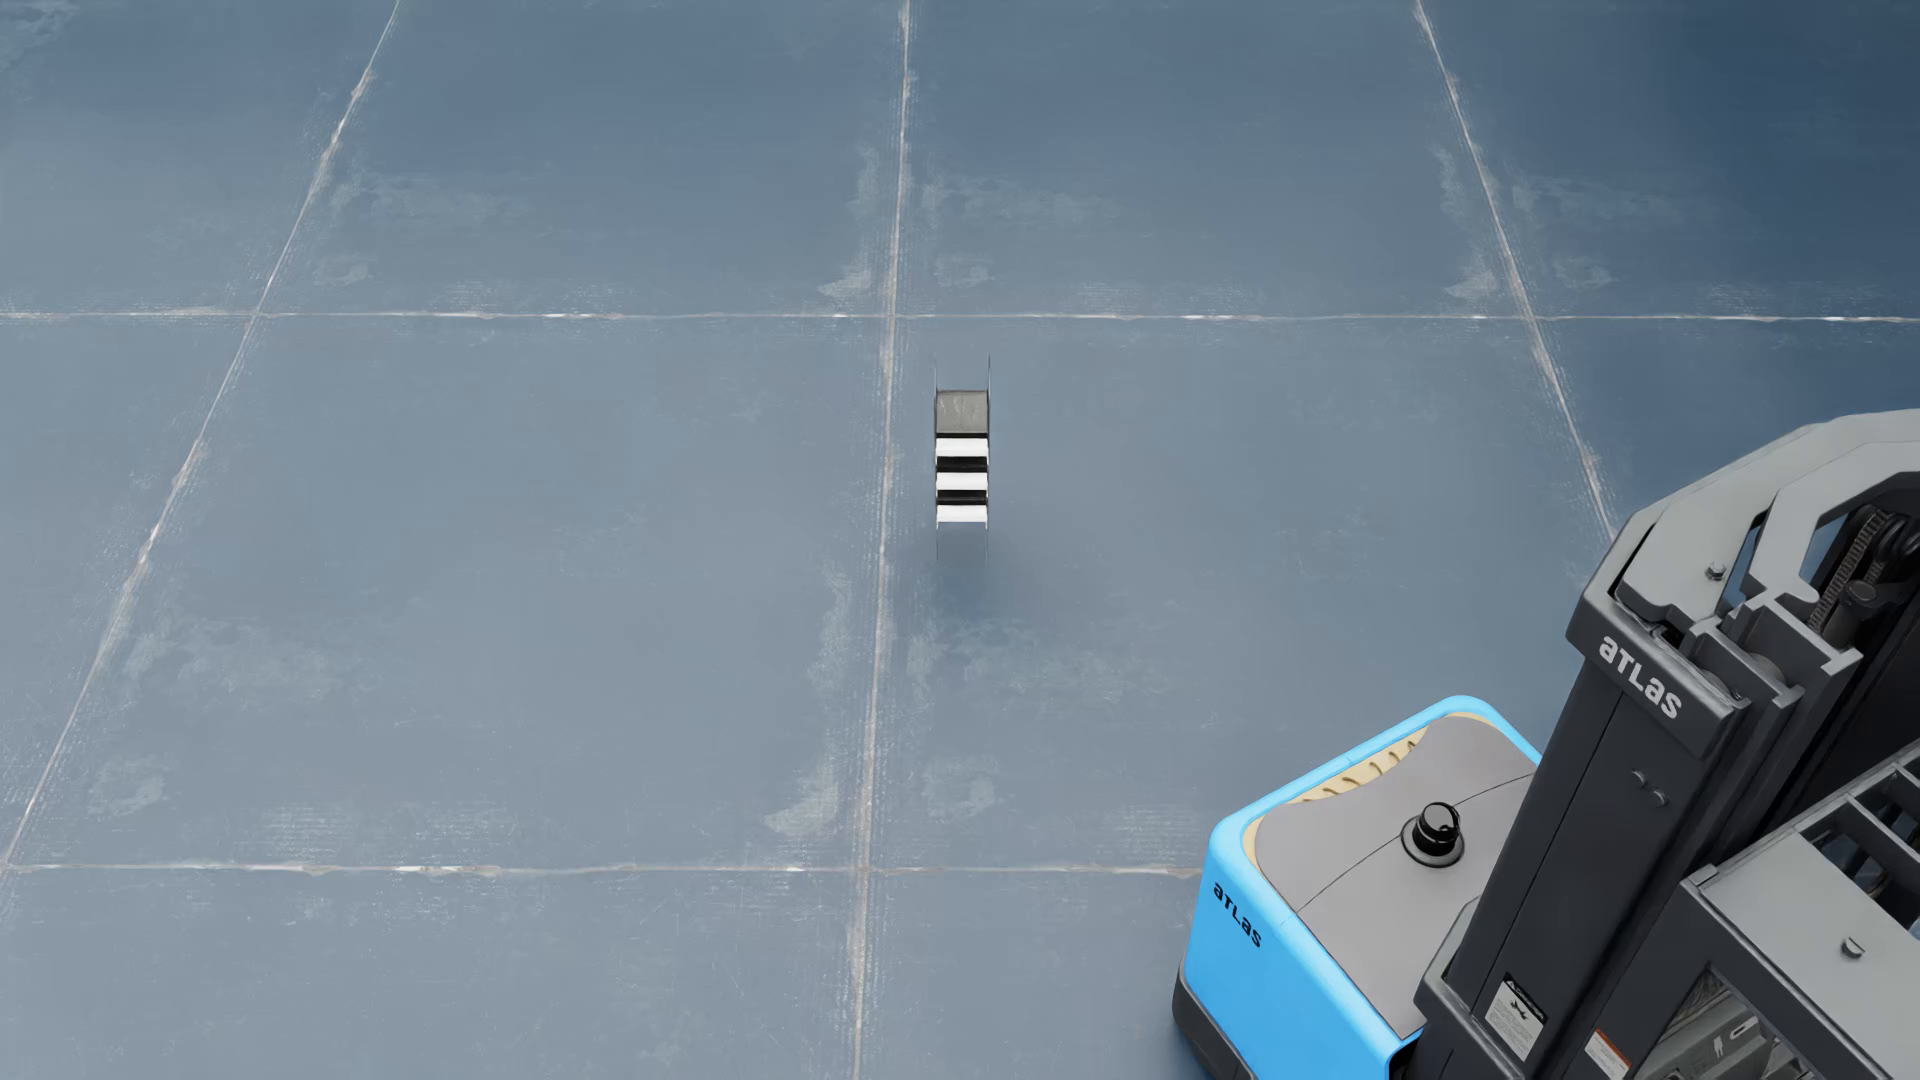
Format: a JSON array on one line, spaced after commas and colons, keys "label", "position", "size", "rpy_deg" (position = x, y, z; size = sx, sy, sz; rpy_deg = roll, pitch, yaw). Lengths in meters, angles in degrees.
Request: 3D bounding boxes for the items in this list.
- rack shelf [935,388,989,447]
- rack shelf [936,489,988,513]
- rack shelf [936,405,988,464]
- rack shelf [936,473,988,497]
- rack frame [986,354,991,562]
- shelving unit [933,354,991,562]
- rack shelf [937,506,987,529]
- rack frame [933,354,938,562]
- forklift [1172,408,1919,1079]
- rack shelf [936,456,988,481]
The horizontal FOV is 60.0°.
[{"label": "rack shelf", "position": [0.008, -0.468, 6.328], "size": [0.200, 0.077, 0.258], "rpy_deg": [0, 47, 0]}, {"label": "rack shelf", "position": [0.008, -0.223, 6.592], "size": [0.200, 0.077, 0.258], "rpy_deg": [0, 47, 0]}, {"label": "rack shelf", "position": [0.008, -0.406, 6.394], "size": [0.200, 0.077, 0.258], "rpy_deg": [0, 47, 0]}, {"label": "rack shelf", "position": [0.008, -0.284, 6.526], "size": [0.200, 0.077, 0.258], "rpy_deg": [0, 47, 0]}, {"label": "rack frame", "position": [0.110, -0.306, 6.501], "size": [0.006, 0.900, 0.240], "rpy_deg": [0, 47, 0]}, {"label": "shelving unit", "position": [0.008, -0.307, 6.501], "size": [0.210, 0.900, 0.258], "rpy_deg": [0, 47, 0]}, {"label": "rack shelf", "position": [0.008, -0.161, 6.658], "size": [0.200, 0.077, 0.258], "rpy_deg": [0, 47, 0]}, {"label": "rack frame", "position": [-0.094, -0.307, 6.502], "size": [0.006, 0.900, 0.240], "rpy_deg": [0, 47, 0]}, {"label": "forklift", "position": [1.868, 1.280, 3.637], "size": [1.130, 2.935, 3.031], "rpy_deg": [-24, 51, -21]}, {"label": "rack shelf", "position": [0.008, -0.345, 6.460], "size": [0.200, 0.077, 0.258], "rpy_deg": [0, 47, 0]}]
